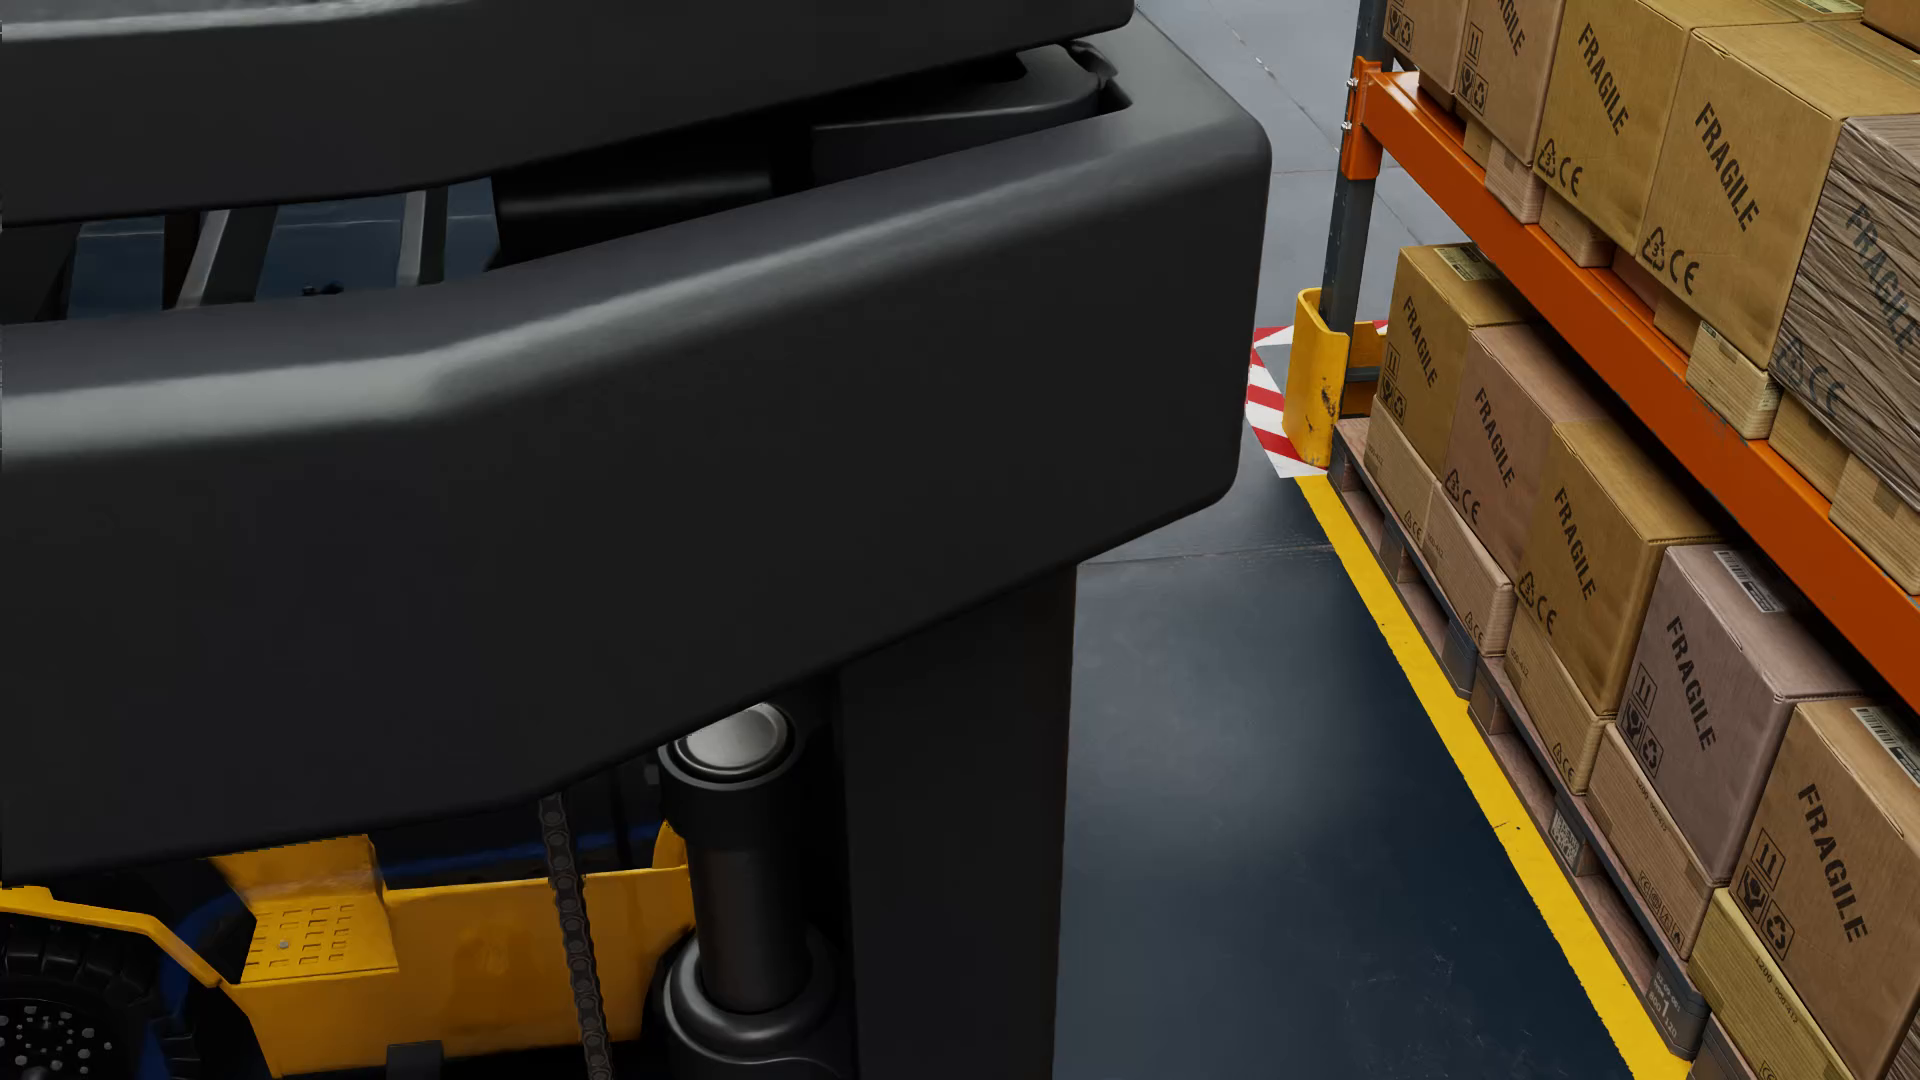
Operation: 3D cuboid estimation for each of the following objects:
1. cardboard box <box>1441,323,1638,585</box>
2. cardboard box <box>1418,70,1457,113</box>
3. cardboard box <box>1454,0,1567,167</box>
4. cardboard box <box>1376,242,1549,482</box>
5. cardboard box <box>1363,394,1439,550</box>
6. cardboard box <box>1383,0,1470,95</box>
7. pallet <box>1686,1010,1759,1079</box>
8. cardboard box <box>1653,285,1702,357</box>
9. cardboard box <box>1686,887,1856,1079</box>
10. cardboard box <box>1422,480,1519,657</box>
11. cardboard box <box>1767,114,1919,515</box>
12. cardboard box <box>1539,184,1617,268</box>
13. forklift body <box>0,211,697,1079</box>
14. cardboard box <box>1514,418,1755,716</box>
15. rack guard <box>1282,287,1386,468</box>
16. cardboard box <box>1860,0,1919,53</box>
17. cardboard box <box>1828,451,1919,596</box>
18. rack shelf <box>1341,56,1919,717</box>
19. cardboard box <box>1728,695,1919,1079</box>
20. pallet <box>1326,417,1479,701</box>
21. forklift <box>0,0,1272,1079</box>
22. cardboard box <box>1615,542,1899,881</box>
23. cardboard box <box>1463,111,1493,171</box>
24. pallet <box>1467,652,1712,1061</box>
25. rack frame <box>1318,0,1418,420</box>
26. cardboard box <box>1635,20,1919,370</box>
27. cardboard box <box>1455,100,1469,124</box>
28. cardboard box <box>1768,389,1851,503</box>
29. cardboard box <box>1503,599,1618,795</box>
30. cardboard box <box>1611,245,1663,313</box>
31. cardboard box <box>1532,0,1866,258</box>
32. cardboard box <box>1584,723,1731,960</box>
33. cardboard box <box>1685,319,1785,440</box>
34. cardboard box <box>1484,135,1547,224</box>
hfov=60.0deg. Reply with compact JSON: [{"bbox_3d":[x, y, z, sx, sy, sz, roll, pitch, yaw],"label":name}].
[{"bbox_3d":[1.627,-0.233,4.331,0.500,0.500,0.500,-6,35,-8],"label":"cardboard box"},{"bbox_3d":[1.555,-1.353,4.794,0.380,0.149,0.250,-4,35,-6],"label":"cardboard box"},{"bbox_3d":[1.576,-1.252,4.070,0.500,0.500,0.500,-3,34,-5],"label":"cardboard box"},{"bbox_3d":[1.552,-0.524,4.759,0.500,0.500,0.500,-5,35,-8],"label":"cardboard box"},{"bbox_3d":[1.548,-0.228,4.989,0.500,0.250,0.500,-5,35,-7],"label":"cardboard box"},{"bbox_3d":[1.503,-1.540,4.494,0.500,0.500,0.500,-5,35,-7],"label":"cardboard box"},{"bbox_3d":[2.127,1.351,3.080,1.003,0.211,1.213,-4,35,-6],"label":"pallet"},{"bbox_3d":[1.716,-0.479,3.513,0.380,0.149,0.250,-5,35,-8],"label":"cardboard box"},{"bbox_3d":[1.825,0.927,3.294,0.500,0.250,0.500,-5,35,-8],"label":"cardboard box"},{"bbox_3d":[1.610,0.058,4.571,0.500,0.250,0.500,-3,34,-5],"label":"cardboard box"},{"bbox_3d":[1.795,-0.399,2.819,0.500,0.500,0.500,-3,34,-5],"label":"cardboard box"},{"bbox_3d":[1.615,-0.772,3.942,0.380,0.149,0.250,-3,34,-5],"label":"cardboard box"},{"bbox_3d":[-1.141,-0.013,3.359,2.313,2.155,1.214,-4,35,-6],"label":"forklift body"},{"bbox_3d":[1.686,0.048,3.919,0.500,0.500,0.500,-4,34,-5],"label":"cardboard box"},{"bbox_3d":[1.724,-0.586,5.666,1.175,0.500,0.348,-4,35,-6],"label":"rack guard"},{"bbox_3d":[2.160,-1.122,2.992,0.700,0.500,0.500,-5,35,-7],"label":"cardboard box"},{"bbox_3d":[1.767,-0.049,2.881,0.380,0.149,0.250,-5,35,-7],"label":"cardboard box"},{"bbox_3d":[1.983,-0.248,3.589,1.077,0.370,4.000,-4,35,-6],"label":"rack shelf"},{"bbox_3d":[1.836,0.630,3.065,0.500,0.500,0.500,-4,34,-6],"label":"cardboard box"},{"bbox_3d":[1.798,-0.011,5.078,1.003,0.211,1.213,-4,35,-6],"label":"pallet"},{"bbox_3d":[-0.524,0.635,1.715,1.130,2.935,3.031,-7,35,-11],"label":"forklift"},{"bbox_3d":[1.767,0.345,3.483,0.500,0.500,0.500,-3,34,-4],"label":"cardboard box"},{"bbox_3d":[1.558,-1.059,4.363,0.380,0.149,0.250,-5,35,-8],"label":"cardboard box"},{"bbox_3d":[1.959,0.668,4.082,1.003,0.211,1.213,-4,35,-6],"label":"pallet"},{"bbox_3d":[1.714,-1.662,5.025,1.000,3.000,0.127,-4,35,-6],"label":"rack frame"},{"bbox_3d":[1.722,-0.684,3.238,0.500,0.500,0.500,-5,35,-7],"label":"cardboard box"},{"bbox_3d":[1.603,-1.213,4.589,0.380,0.149,0.250,-4,34,-6],"label":"cardboard box"},{"bbox_3d":[1.762,-0.194,3.094,0.380,0.149,0.250,-5,35,-7],"label":"cardboard box"},{"bbox_3d":[1.696,0.361,4.125,0.500,0.250,0.500,-2,34,-3],"label":"cardboard box"},{"bbox_3d":[1.710,-0.629,3.732,0.380,0.149,0.250,-3,34,-5],"label":"cardboard box"},{"bbox_3d":[1.646,-0.967,3.653,0.500,0.500,0.500,-5,35,-7],"label":"cardboard box"},{"bbox_3d":[1.761,0.643,3.711,0.500,0.250,0.500,-4,34,-6],"label":"cardboard box"},{"bbox_3d":[1.692,-0.334,3.300,0.380,0.149,0.250,-4,34,-6],"label":"cardboard box"},{"bbox_3d":[1.547,-0.913,4.150,0.380,0.149,0.250,-4,34,-6],"label":"cardboard box"}]
